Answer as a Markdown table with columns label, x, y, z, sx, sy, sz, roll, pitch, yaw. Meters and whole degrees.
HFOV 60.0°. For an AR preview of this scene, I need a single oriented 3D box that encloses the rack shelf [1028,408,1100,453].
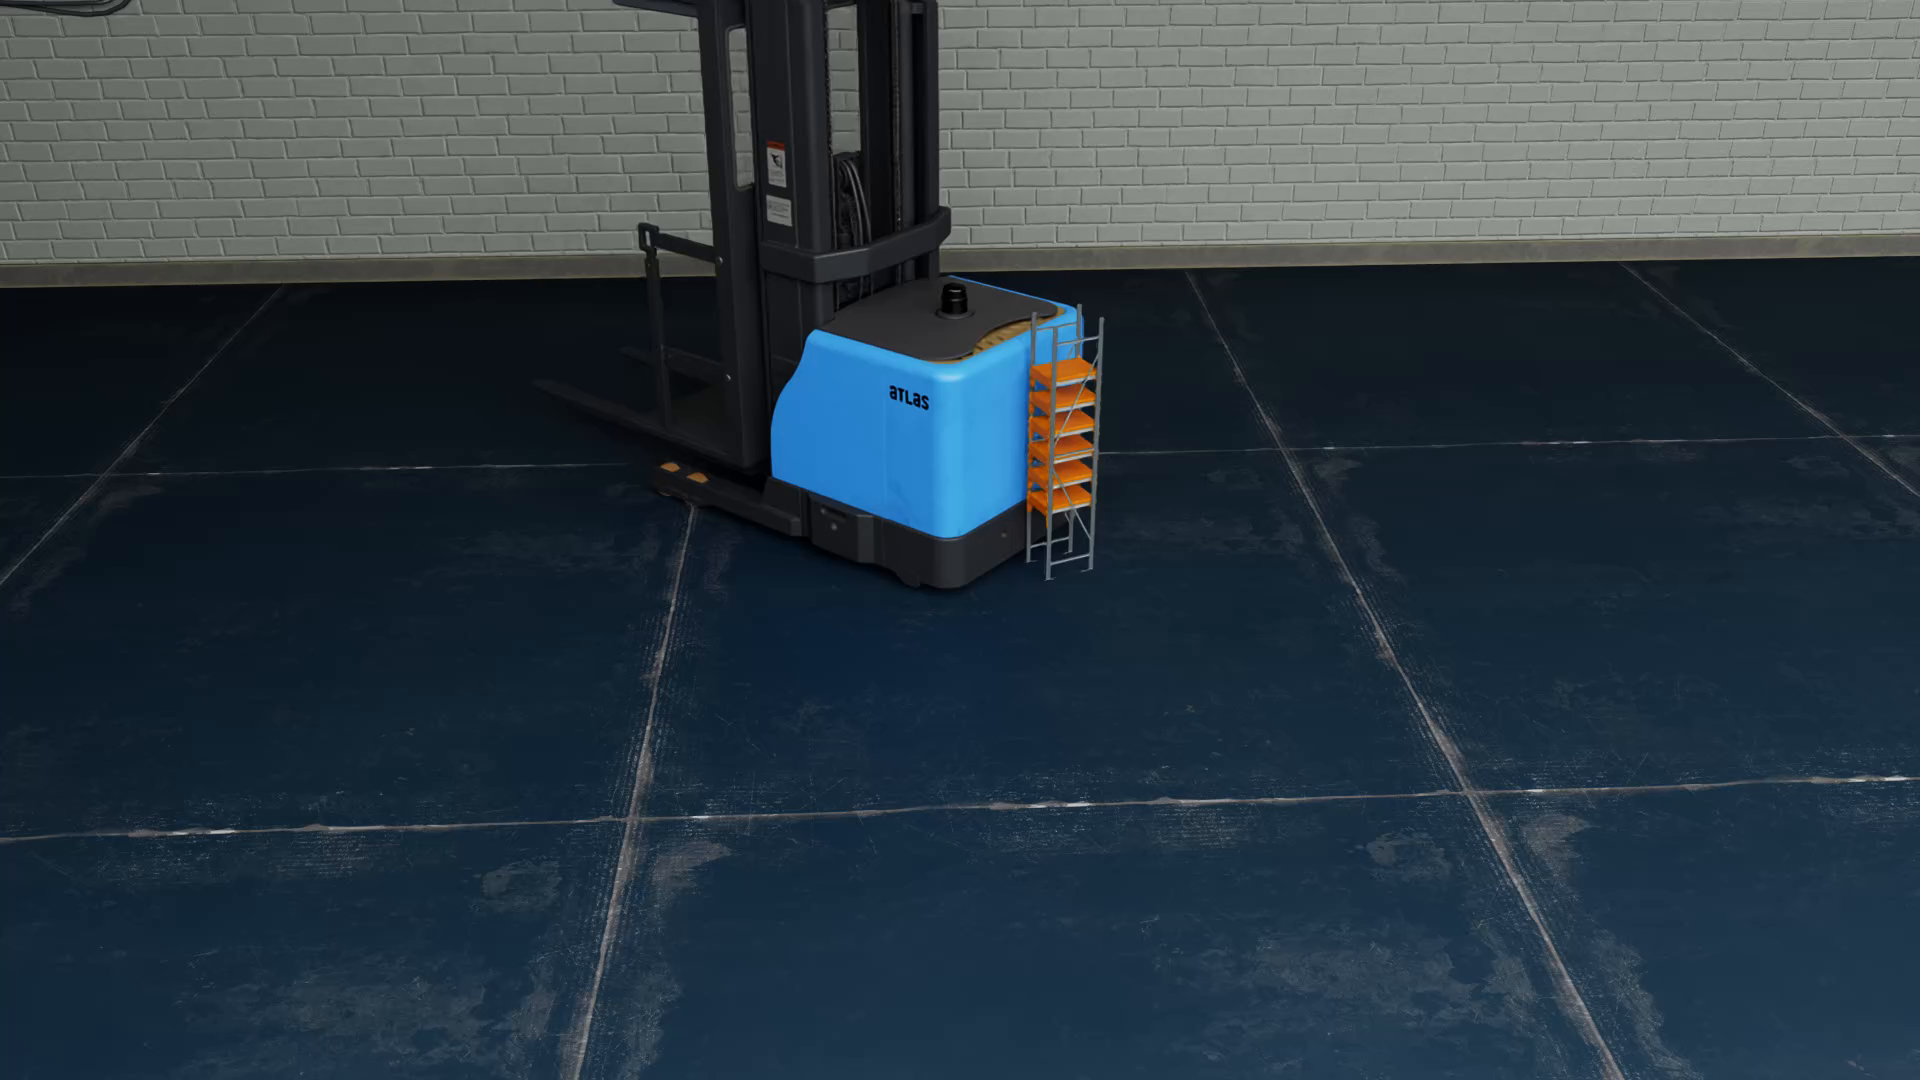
| label | x | y | z | sx | sy | sz | roll | pitch | yaw |
| --- | --- | --- | --- | --- | --- | --- | --- | --- | --- |
| rack shelf | 0.449 | -0.477 | 7.204 | 0.258 | 0.103 | 0.180 | -13 | 30 | -23 |

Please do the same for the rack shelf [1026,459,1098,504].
| label | x | y | z | sx | sy | sz | roll | pitch | yaw |
| --- | --- | --- | --- | --- | --- | --- | --- | --- | --- |
| rack shelf | 0.449 | -0.265 | 7.315 | 0.258 | 0.103 | 0.180 | -13 | 30 | -23 |

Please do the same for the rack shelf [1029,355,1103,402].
| label | x | y | z | sx | sy | sz | roll | pitch | yaw |
| --- | --- | --- | --- | --- | --- | --- | --- | --- | --- |
| rack shelf | 0.450 | -0.690 | 7.092 | 0.258 | 0.103 | 0.180 | -13 | 30 | -23 |

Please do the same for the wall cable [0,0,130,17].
| label | x | y | z | sx | sy | sz | roll | pitch | yaw |
| --- | --- | --- | --- | --- | --- | --- | --- | --- | --- |
| wall cable | -6.461 | -4.253 | 9.532 | 3.097 | 2.526 | 0.112 | -1 | 28 | -3 |

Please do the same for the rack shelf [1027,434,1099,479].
| label | x | y | z | sx | sy | sz | roll | pitch | yaw |
| --- | --- | --- | --- | --- | --- | --- | --- | --- | --- |
| rack shelf | 0.449 | -0.371 | 7.259 | 0.258 | 0.103 | 0.180 | -13 | 30 | -23 |

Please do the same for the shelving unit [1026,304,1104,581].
| label | x | y | z | sx | sy | sz | roll | pitch | yaw |
| --- | --- | --- | --- | --- | --- | --- | --- | --- | --- |
| shelving unit | 0.449 | -0.411 | 7.239 | 0.258 | 1.200 | 0.189 | -13 | 30 | -23 |

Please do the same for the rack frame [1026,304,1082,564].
| label | x | y | z | sx | sy | sz | roll | pitch | yaw |
| --- | --- | --- | --- | --- | --- | --- | --- | --- | --- |
| rack frame | 0.408 | -0.449 | 7.311 | 0.240 | 1.200 | 0.006 | -13 | 30 | -23 |

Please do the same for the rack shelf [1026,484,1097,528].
| label | x | y | z | sx | sy | sz | roll | pitch | yaw |
| --- | --- | --- | --- | --- | --- | --- | --- | --- | --- |
| rack shelf | 0.449 | -0.159 | 7.371 | 0.258 | 0.103 | 0.180 | -13 | 30 | -23 |

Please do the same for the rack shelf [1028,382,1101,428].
| label | x | y | z | sx | sy | sz | roll | pitch | yaw |
| --- | --- | --- | --- | --- | --- | --- | --- | --- | --- |
| rack shelf | 0.450 | -0.584 | 7.148 | 0.258 | 0.103 | 0.180 | -13 | 30 | -23 |

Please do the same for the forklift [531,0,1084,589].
| label | x | y | z | sx | sy | sz | roll | pitch | yaw |
| --- | --- | --- | --- | --- | --- | --- | --- | --- | --- |
| forklift | -0.900 | -1.628 | 7.703 | 3.031 | 2.935 | 1.130 | 20 | 34 | 33 |

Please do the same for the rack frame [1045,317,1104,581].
| label | x | y | z | sx | sy | sz | roll | pitch | yaw |
| --- | --- | --- | --- | --- | --- | --- | --- | --- | --- |
| rack frame | 0.490 | -0.372 | 7.166 | 0.240 | 1.200 | 0.006 | -13 | 30 | -23 |
